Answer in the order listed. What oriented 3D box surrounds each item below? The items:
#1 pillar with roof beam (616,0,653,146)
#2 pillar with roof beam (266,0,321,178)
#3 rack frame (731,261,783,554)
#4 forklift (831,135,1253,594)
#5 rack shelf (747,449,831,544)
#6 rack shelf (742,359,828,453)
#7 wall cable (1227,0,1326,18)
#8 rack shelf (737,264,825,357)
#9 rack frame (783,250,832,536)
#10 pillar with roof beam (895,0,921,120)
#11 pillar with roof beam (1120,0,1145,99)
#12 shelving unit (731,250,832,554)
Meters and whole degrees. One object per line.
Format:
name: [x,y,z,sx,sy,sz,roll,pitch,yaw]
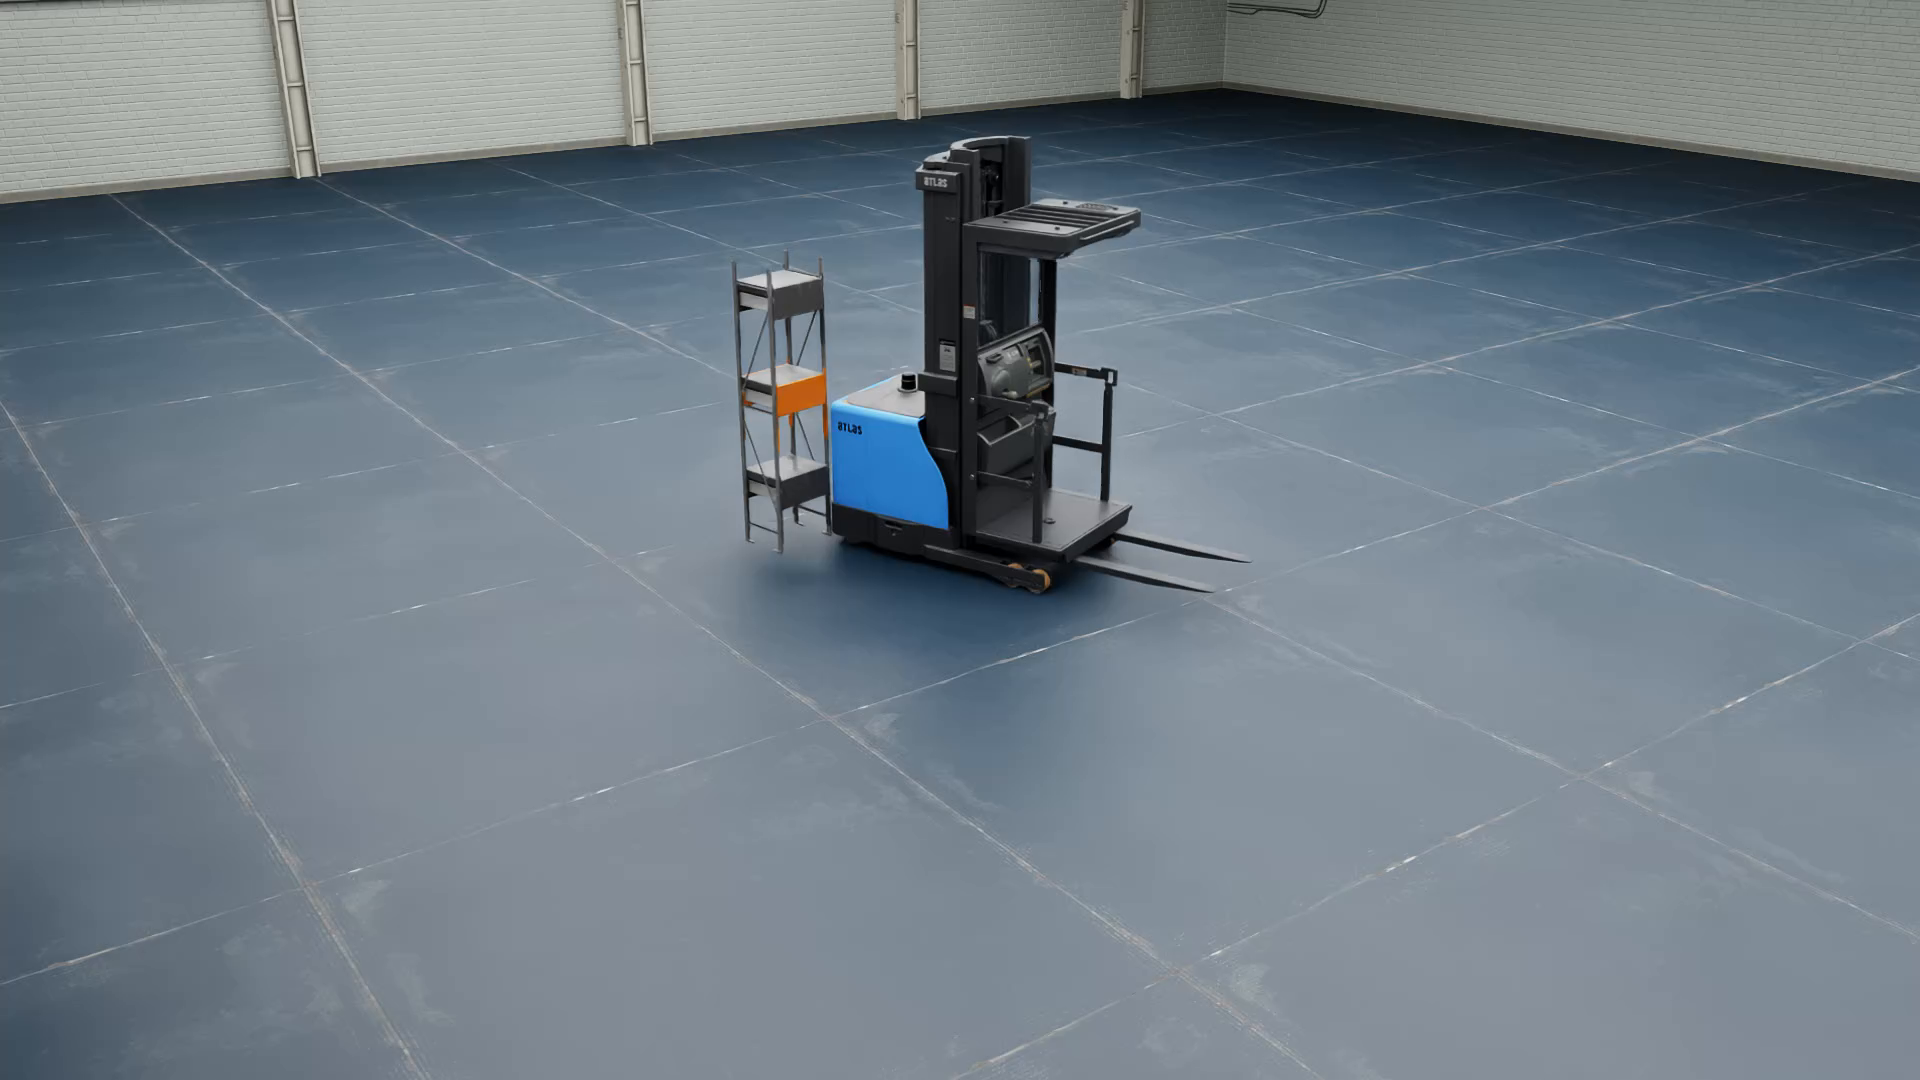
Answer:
pillar with roof beam: [-3.407,-10.195,25.804,0.400,9.000,9.100,-15,26,-33]
pillar with roof beam: [-8.277,-8.896,22.549,0.400,9.000,9.100,-15,26,-33]
rack frame: [-1.445,-0.926,11.884,0.400,2.100,0.015,19,28,39]
forklift: [0.569,-1.216,11.489,3.031,2.935,1.130,13,25,30]
rack shelf: [-1.281,-0.330,12.316,0.431,0.518,0.480,19,28,39]
rack shelf: [-1.281,-0.980,12.057,0.431,0.518,0.480,19,28,39]
wall cable: [6.984,-12.885,36.735,0.112,2.526,3.097,-15,26,-33]
rack shelf: [-1.281,-1.631,11.797,0.431,0.518,0.480,19,28,39]
rack frame: [-1.117,-1.060,12.220,0.400,2.100,0.015,19,28,39]
pillar with roof beam: [1.464,-11.494,29.058,0.400,9.000,9.100,-15,26,-33]
pillar with roof beam: [6.334,-12.792,32.313,0.400,9.000,9.100,-15,26,-33]
shelving unit: [-1.281,-0.993,12.052,0.431,2.100,0.503,19,28,39]
